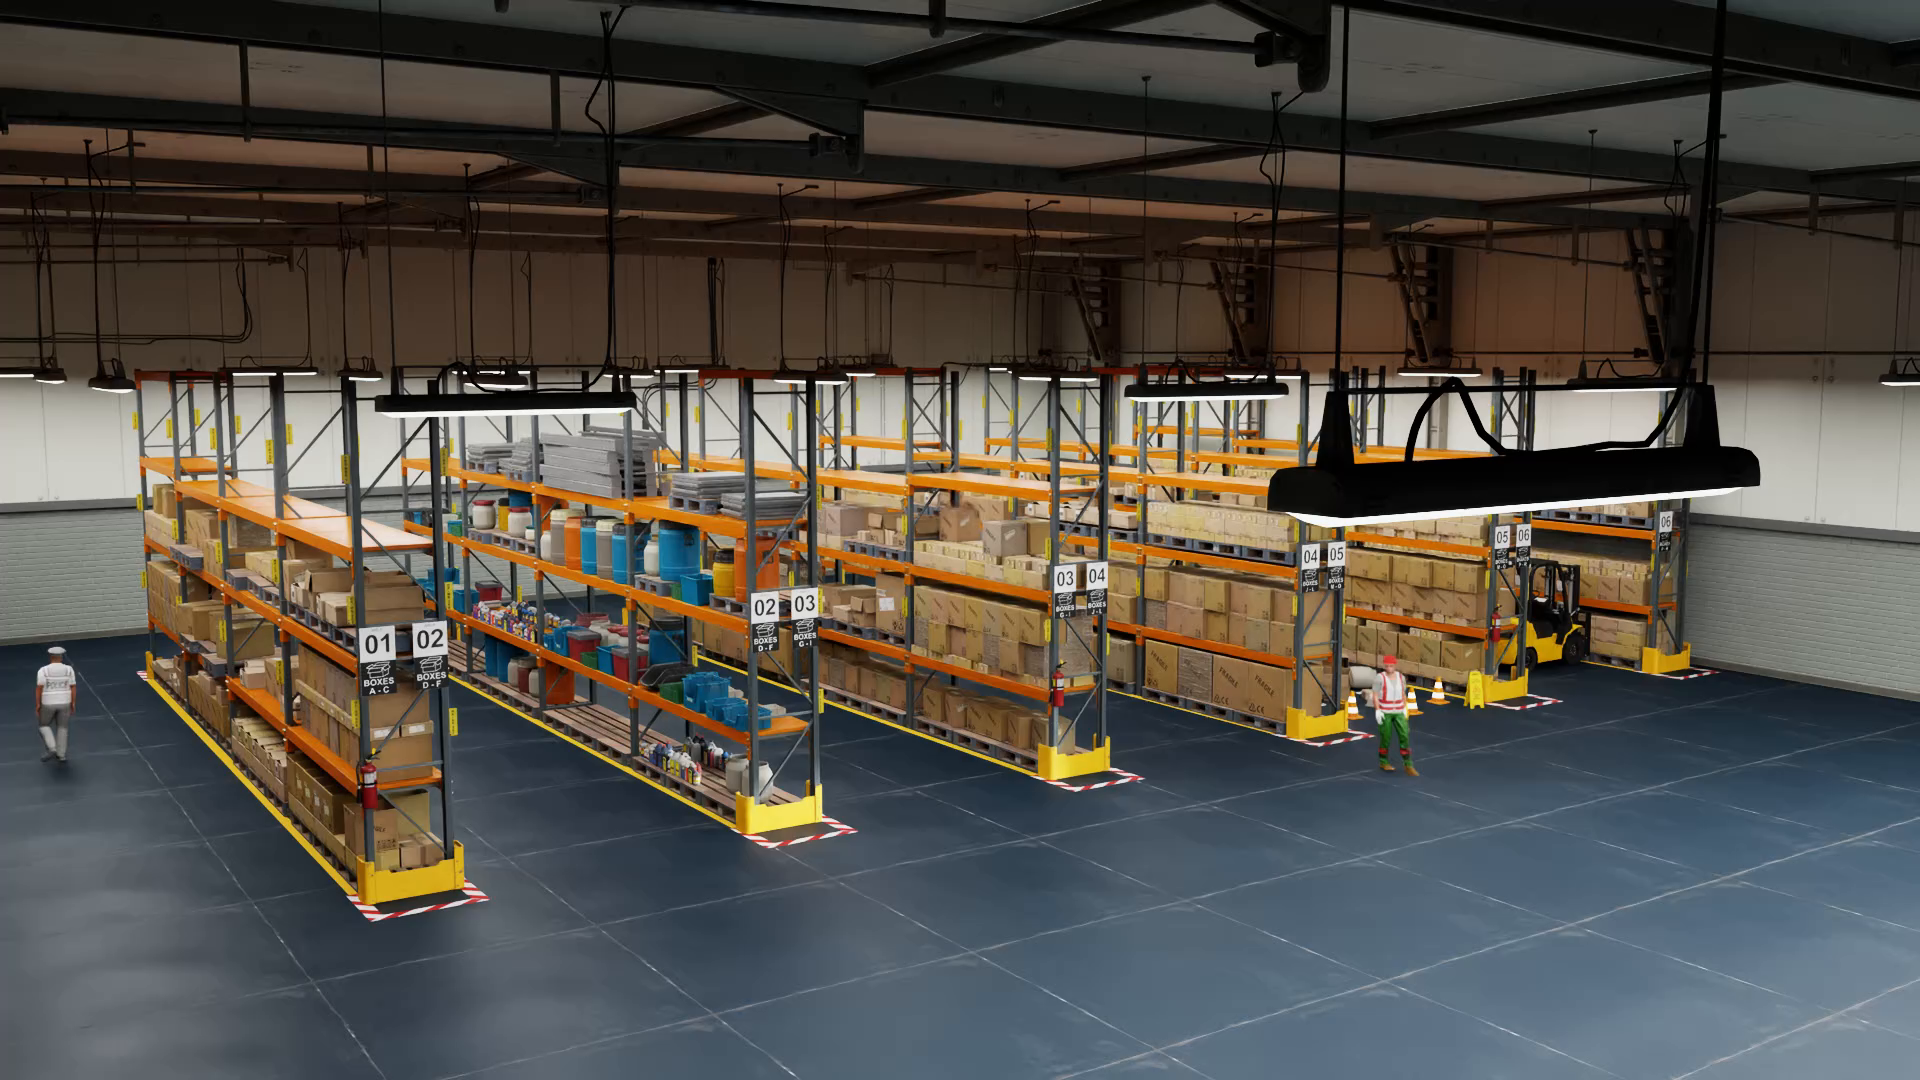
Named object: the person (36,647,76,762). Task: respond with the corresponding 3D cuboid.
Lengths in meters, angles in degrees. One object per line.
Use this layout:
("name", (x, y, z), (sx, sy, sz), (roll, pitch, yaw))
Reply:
("person", (-13.979, 2.551, 25.733), (0.574, 1.755, 0.484), (-5, 8, -35))

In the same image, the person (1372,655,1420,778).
("person", (6.542, 2.627, 25.002), (0.623, 1.791, 0.639), (-1, 6, -6))
